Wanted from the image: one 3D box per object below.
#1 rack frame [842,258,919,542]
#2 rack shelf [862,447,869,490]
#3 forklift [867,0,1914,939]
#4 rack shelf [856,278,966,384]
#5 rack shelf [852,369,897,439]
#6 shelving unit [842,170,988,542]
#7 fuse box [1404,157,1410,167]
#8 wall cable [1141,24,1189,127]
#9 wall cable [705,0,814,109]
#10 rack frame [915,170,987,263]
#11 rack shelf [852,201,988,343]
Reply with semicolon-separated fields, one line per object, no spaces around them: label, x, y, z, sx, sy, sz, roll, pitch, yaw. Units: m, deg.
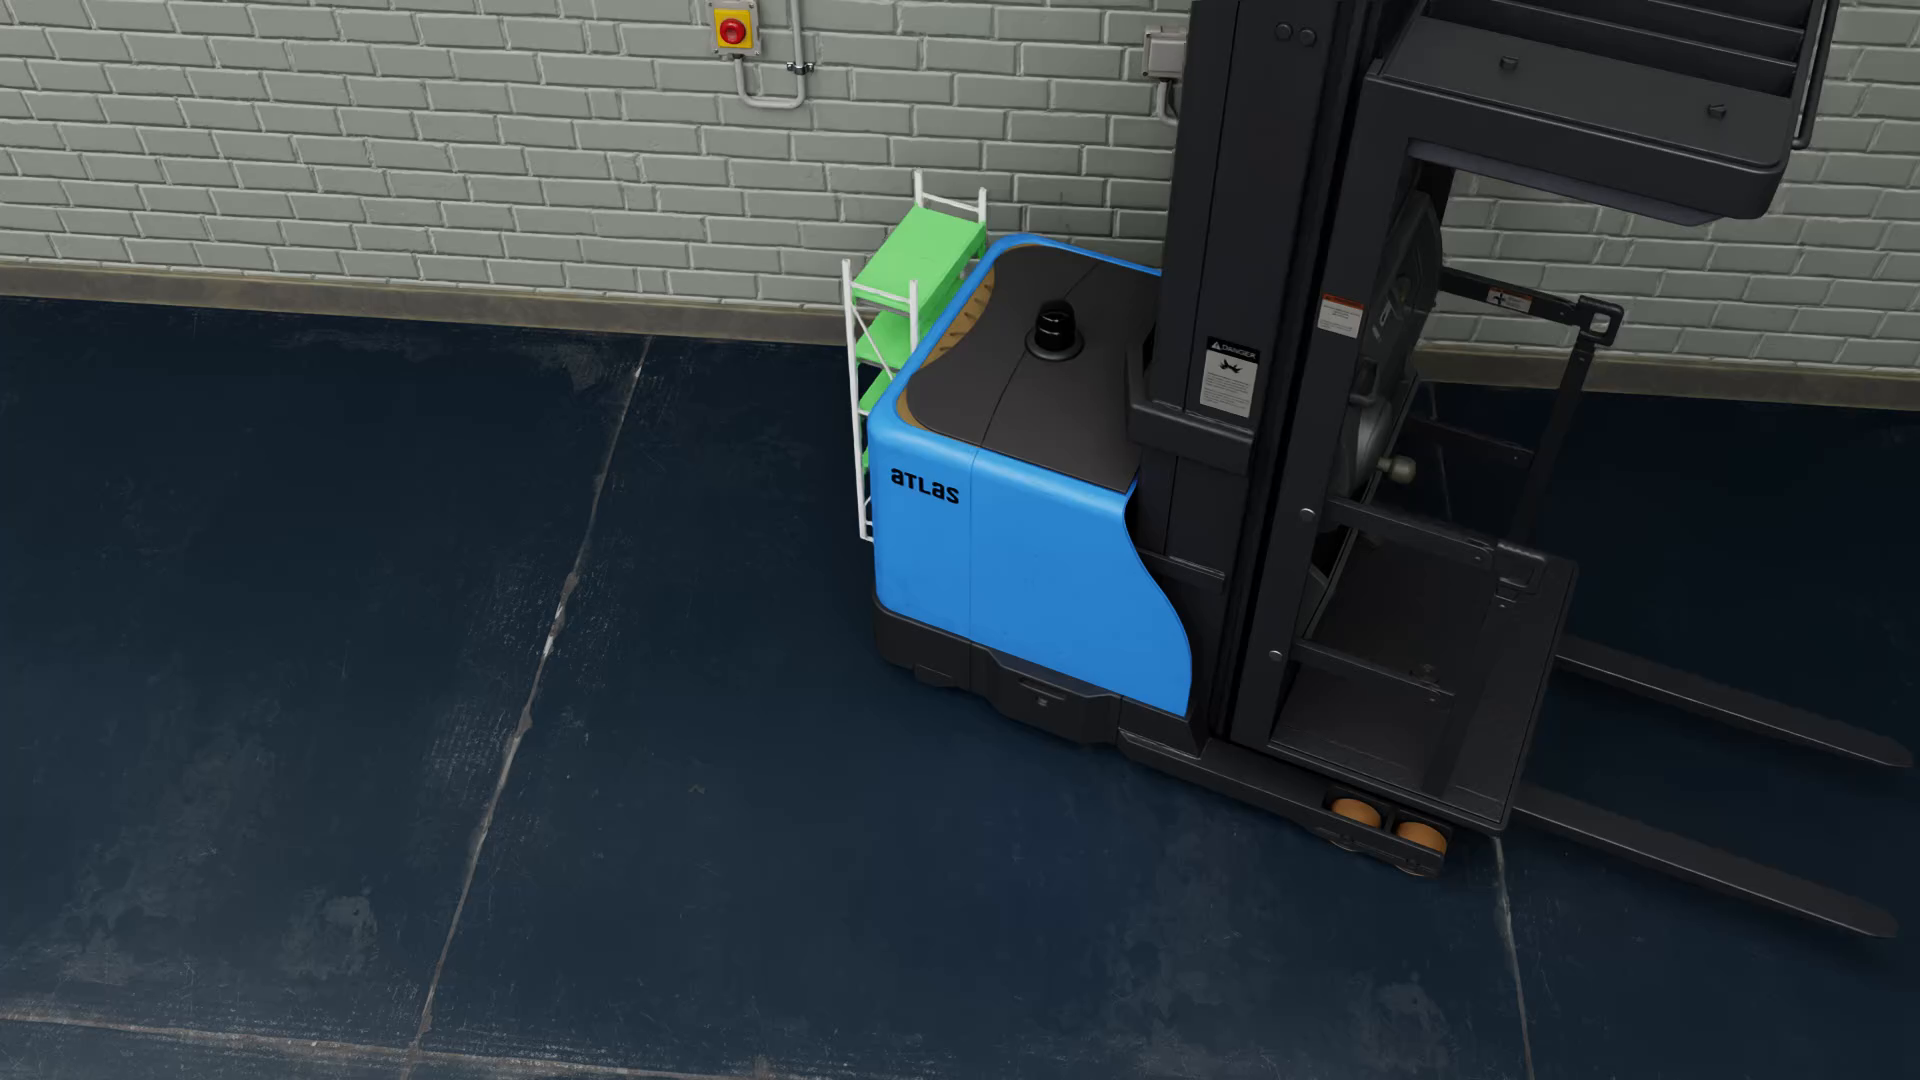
rack frame;-0.234;-0.380;5.284;0.240;1.200;0.015;19;50;17
rack shelf;-0.131;-0.338;5.658;0.258;0.148;0.480;19;50;17
forklift;1.283;-0.462;4.186;3.031;2.935;1.130;19;50;17
rack shelf;-0.131;-0.662;5.304;0.258;0.148;0.480;19;50;17
rack shelf;-0.131;-0.500;5.481;0.258;0.148;0.480;19;50;17
shelving unit;-0.131;-0.543;5.434;0.258;1.200;0.503;19;50;17
fuse box;1.294;-1.078;5.576;0.539;1.711;0.414;4;48;4
wall cable;0.629;-2.017;4.873;0.588;1.984;0.122;4;48;4
wall cable;-0.784;-2.114;4.941;0.585;1.953;0.123;4;48;4
rack frame;-0.028;-0.707;5.583;0.240;1.200;0.015;19;50;17
rack shelf;-0.131;-0.824;5.127;0.258;0.148;0.480;19;50;17
